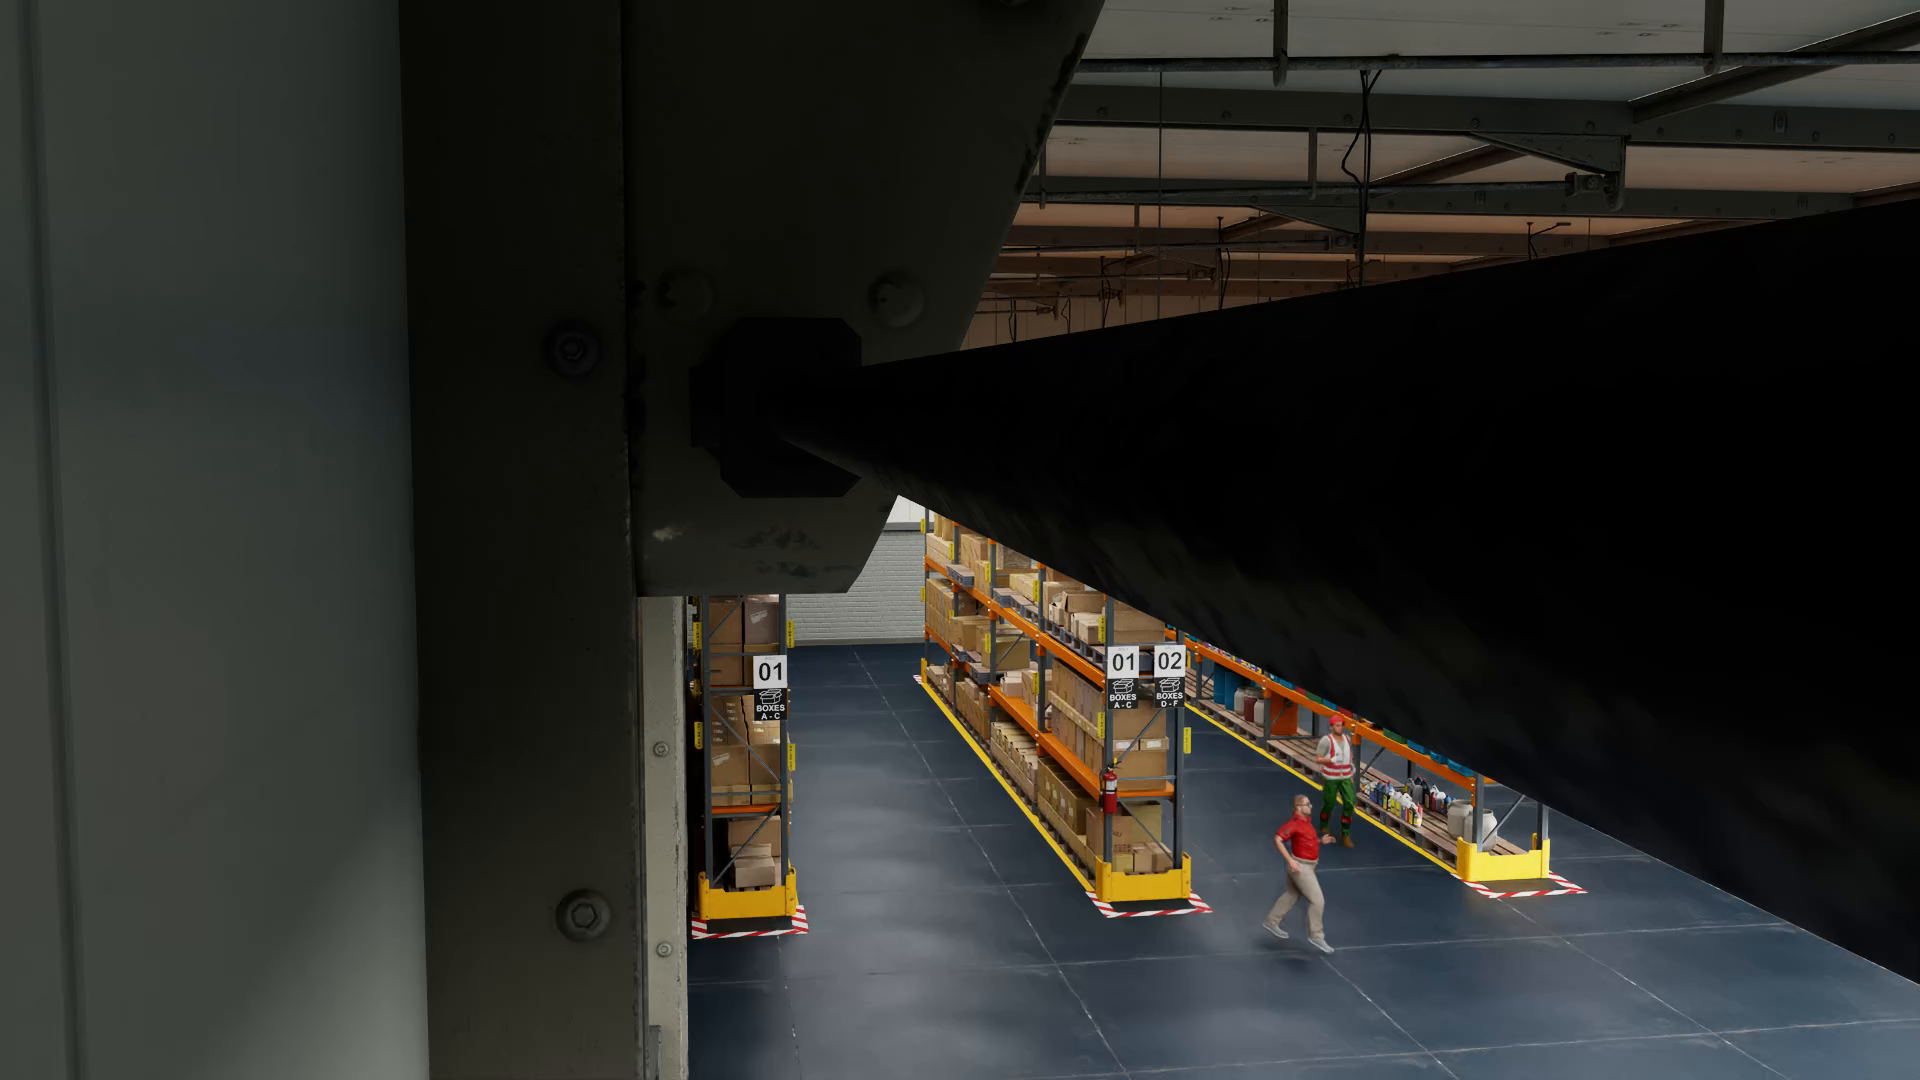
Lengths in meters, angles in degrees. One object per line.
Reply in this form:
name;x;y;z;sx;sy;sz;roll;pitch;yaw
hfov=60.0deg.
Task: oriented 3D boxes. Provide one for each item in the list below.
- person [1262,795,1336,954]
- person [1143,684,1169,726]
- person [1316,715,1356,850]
person;3.878;3.796;19.016;0.838;1.783;0.640;1;5;15
person;3.554;2.953;29.599;0.530;1.558;0.537;-2;6;-25
person;5.290;3.351;23.349;0.632;1.796;0.745;-1;5;-12
